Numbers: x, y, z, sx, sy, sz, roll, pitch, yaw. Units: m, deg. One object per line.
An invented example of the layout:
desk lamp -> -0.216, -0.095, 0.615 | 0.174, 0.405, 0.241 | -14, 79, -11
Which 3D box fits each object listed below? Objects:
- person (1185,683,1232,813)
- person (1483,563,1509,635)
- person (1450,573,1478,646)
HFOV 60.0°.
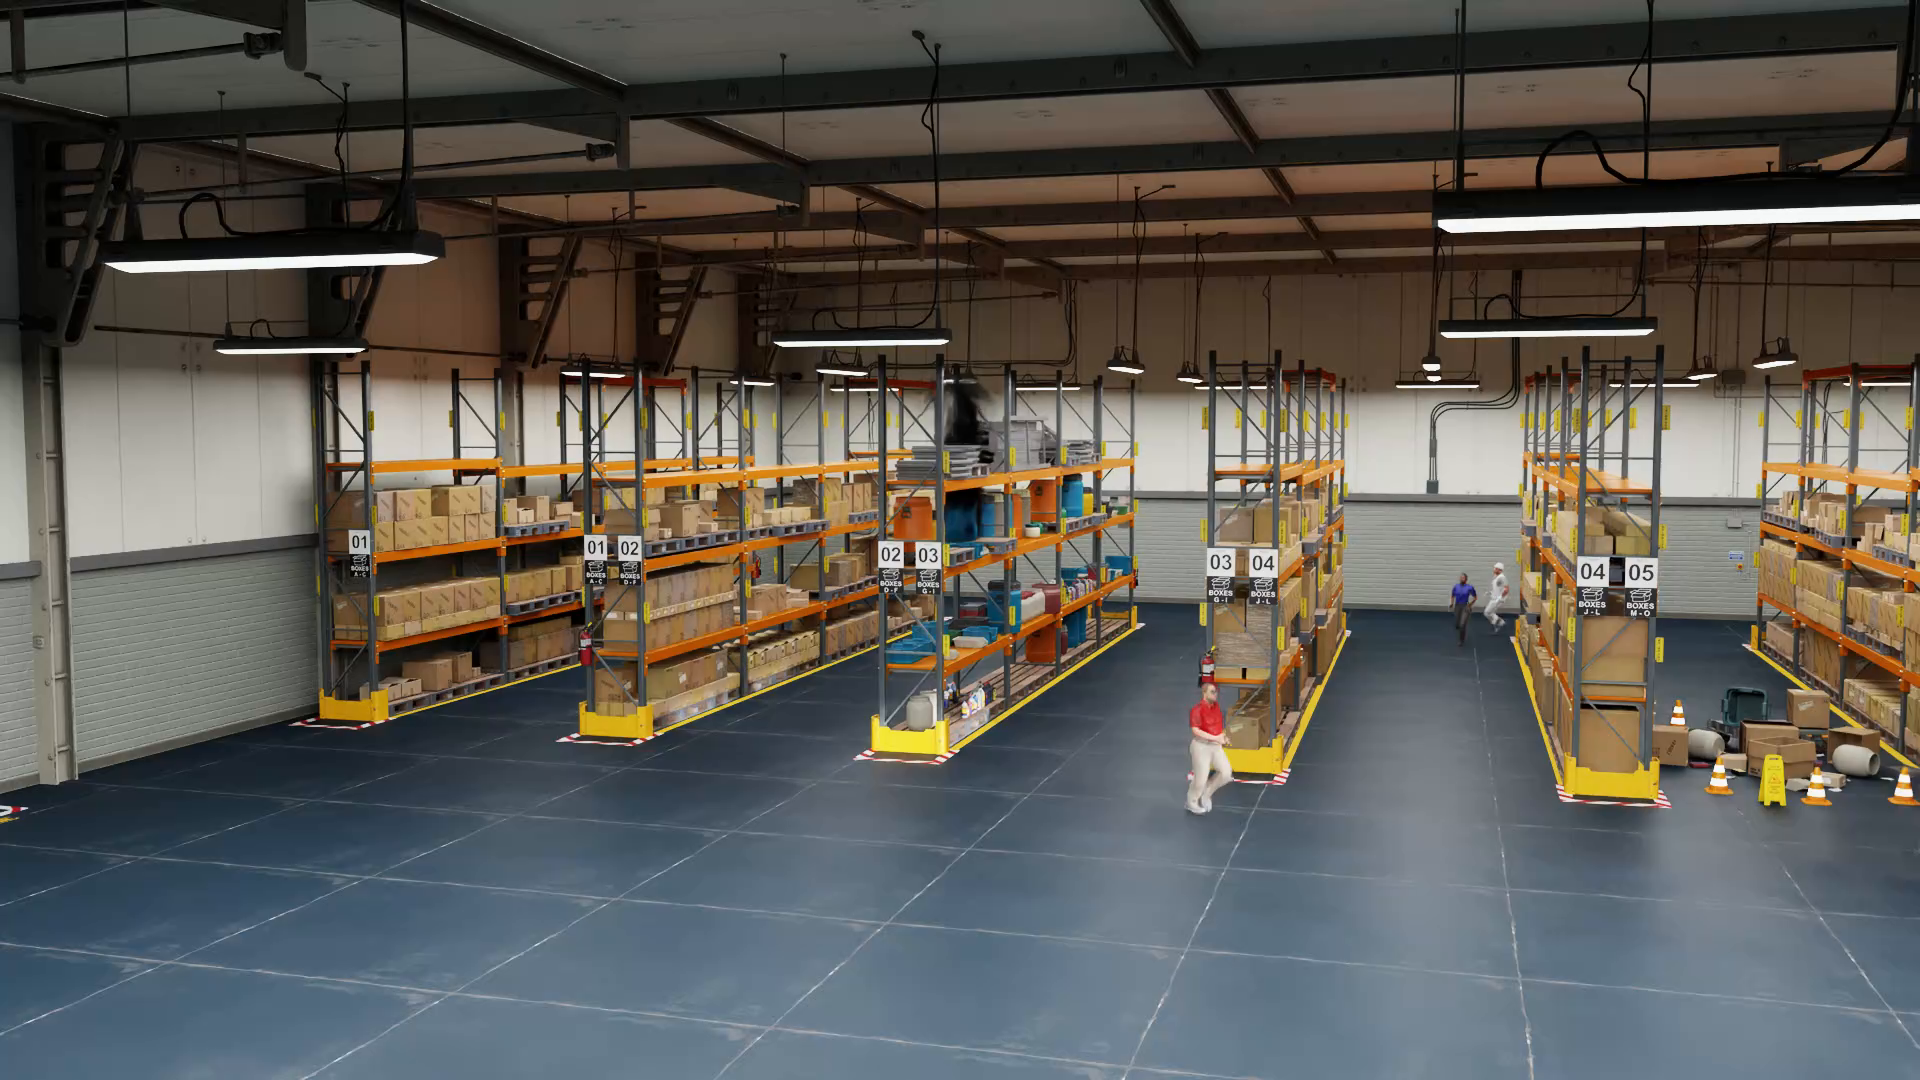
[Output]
person -> 3.171, 2.644, 21.078 | 0.642, 1.683, 0.729 | -4, 5, -41
person -> 12.483, 1.378, 38.744 | 0.534, 1.723, 0.714 | 0, 4, 6
person -> 11.283, 1.555, 37.258 | 0.587, 1.628, 0.620 | 3, 5, 32
